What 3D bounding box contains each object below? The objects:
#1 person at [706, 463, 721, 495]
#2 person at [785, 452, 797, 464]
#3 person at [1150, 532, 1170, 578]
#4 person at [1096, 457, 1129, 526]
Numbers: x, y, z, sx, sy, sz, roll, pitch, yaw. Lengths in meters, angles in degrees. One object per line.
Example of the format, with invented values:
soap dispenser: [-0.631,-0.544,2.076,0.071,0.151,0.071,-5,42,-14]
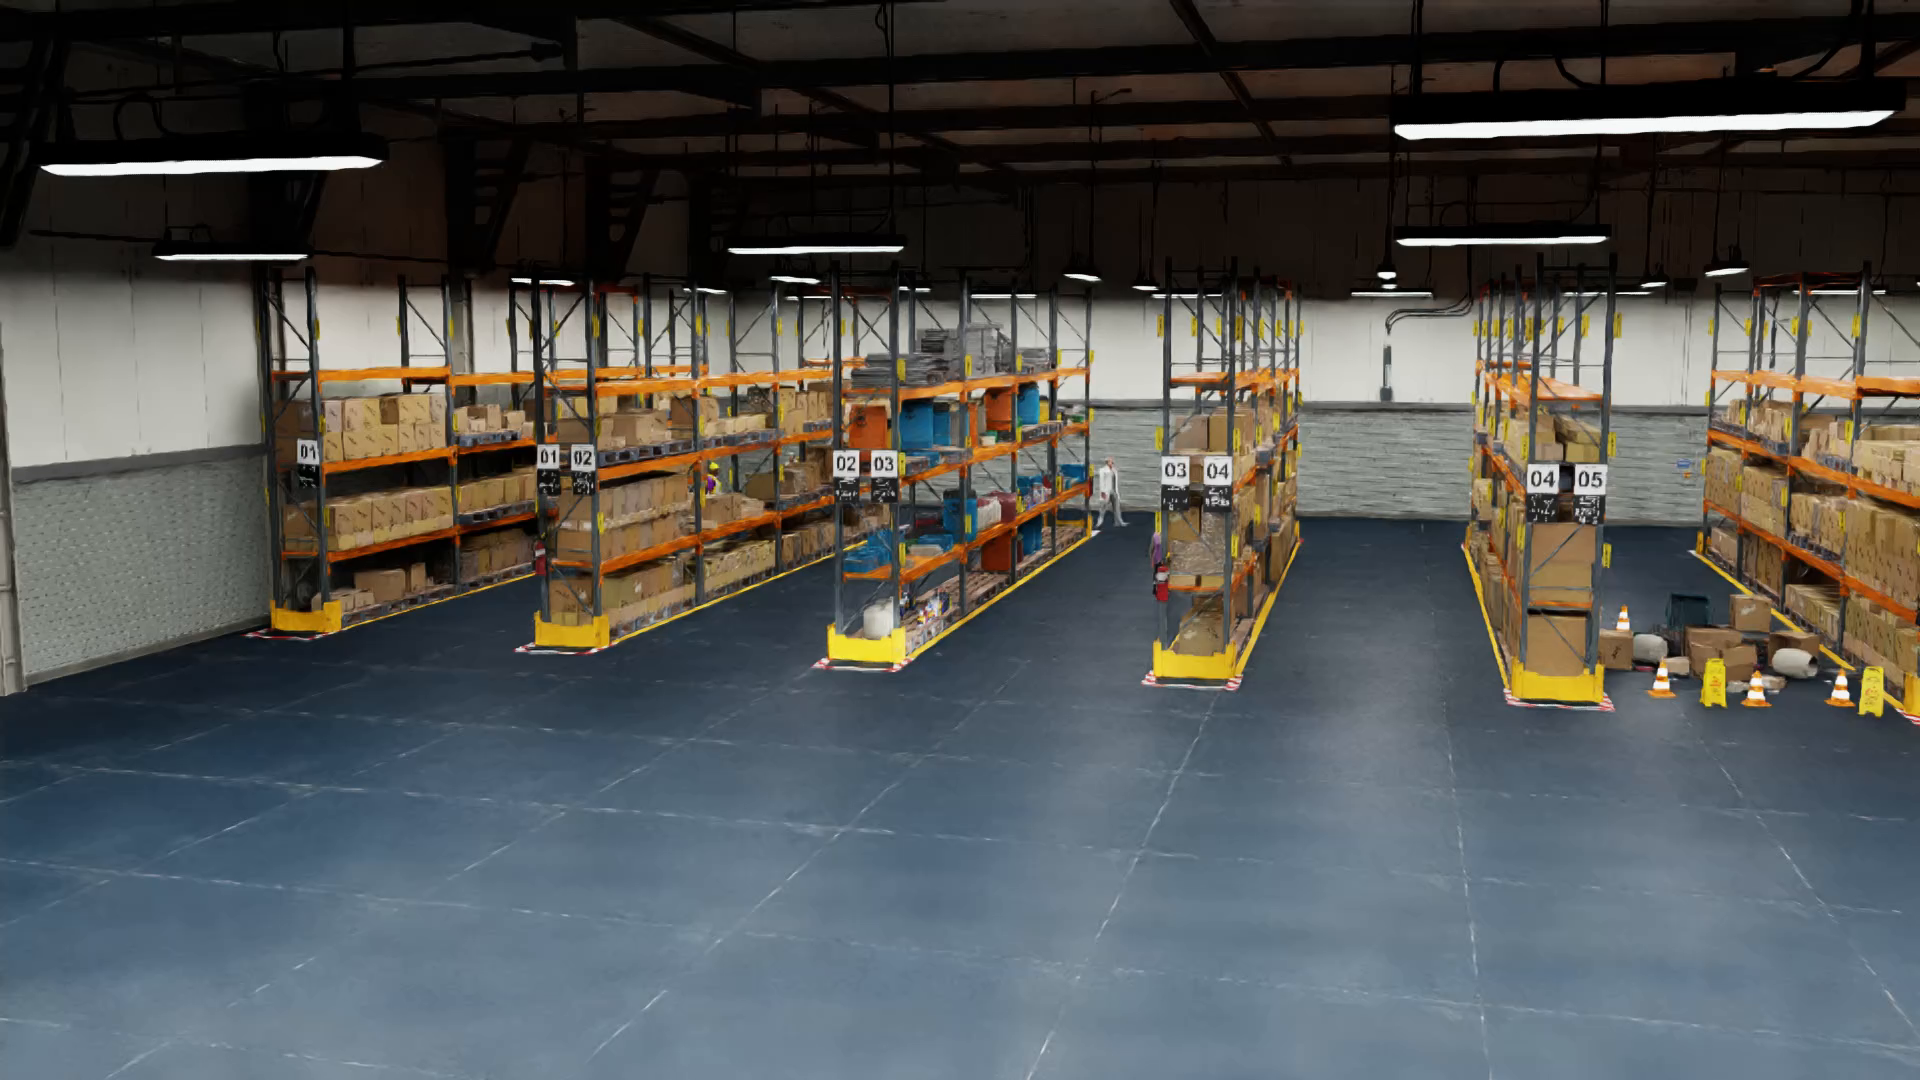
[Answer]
person: [-5.908,-0.980,40.108,0.389,1.764,0.665,1,7,5]
person: [-4.653,-1.661,46.304,0.625,1.611,0.582,2,7,12]
person: [3.694,0.365,30.565,0.417,1.517,1.036,2,8,17]
person: [3.818,-1.232,42.105,0.781,1.771,0.613,-5,9,-36]
